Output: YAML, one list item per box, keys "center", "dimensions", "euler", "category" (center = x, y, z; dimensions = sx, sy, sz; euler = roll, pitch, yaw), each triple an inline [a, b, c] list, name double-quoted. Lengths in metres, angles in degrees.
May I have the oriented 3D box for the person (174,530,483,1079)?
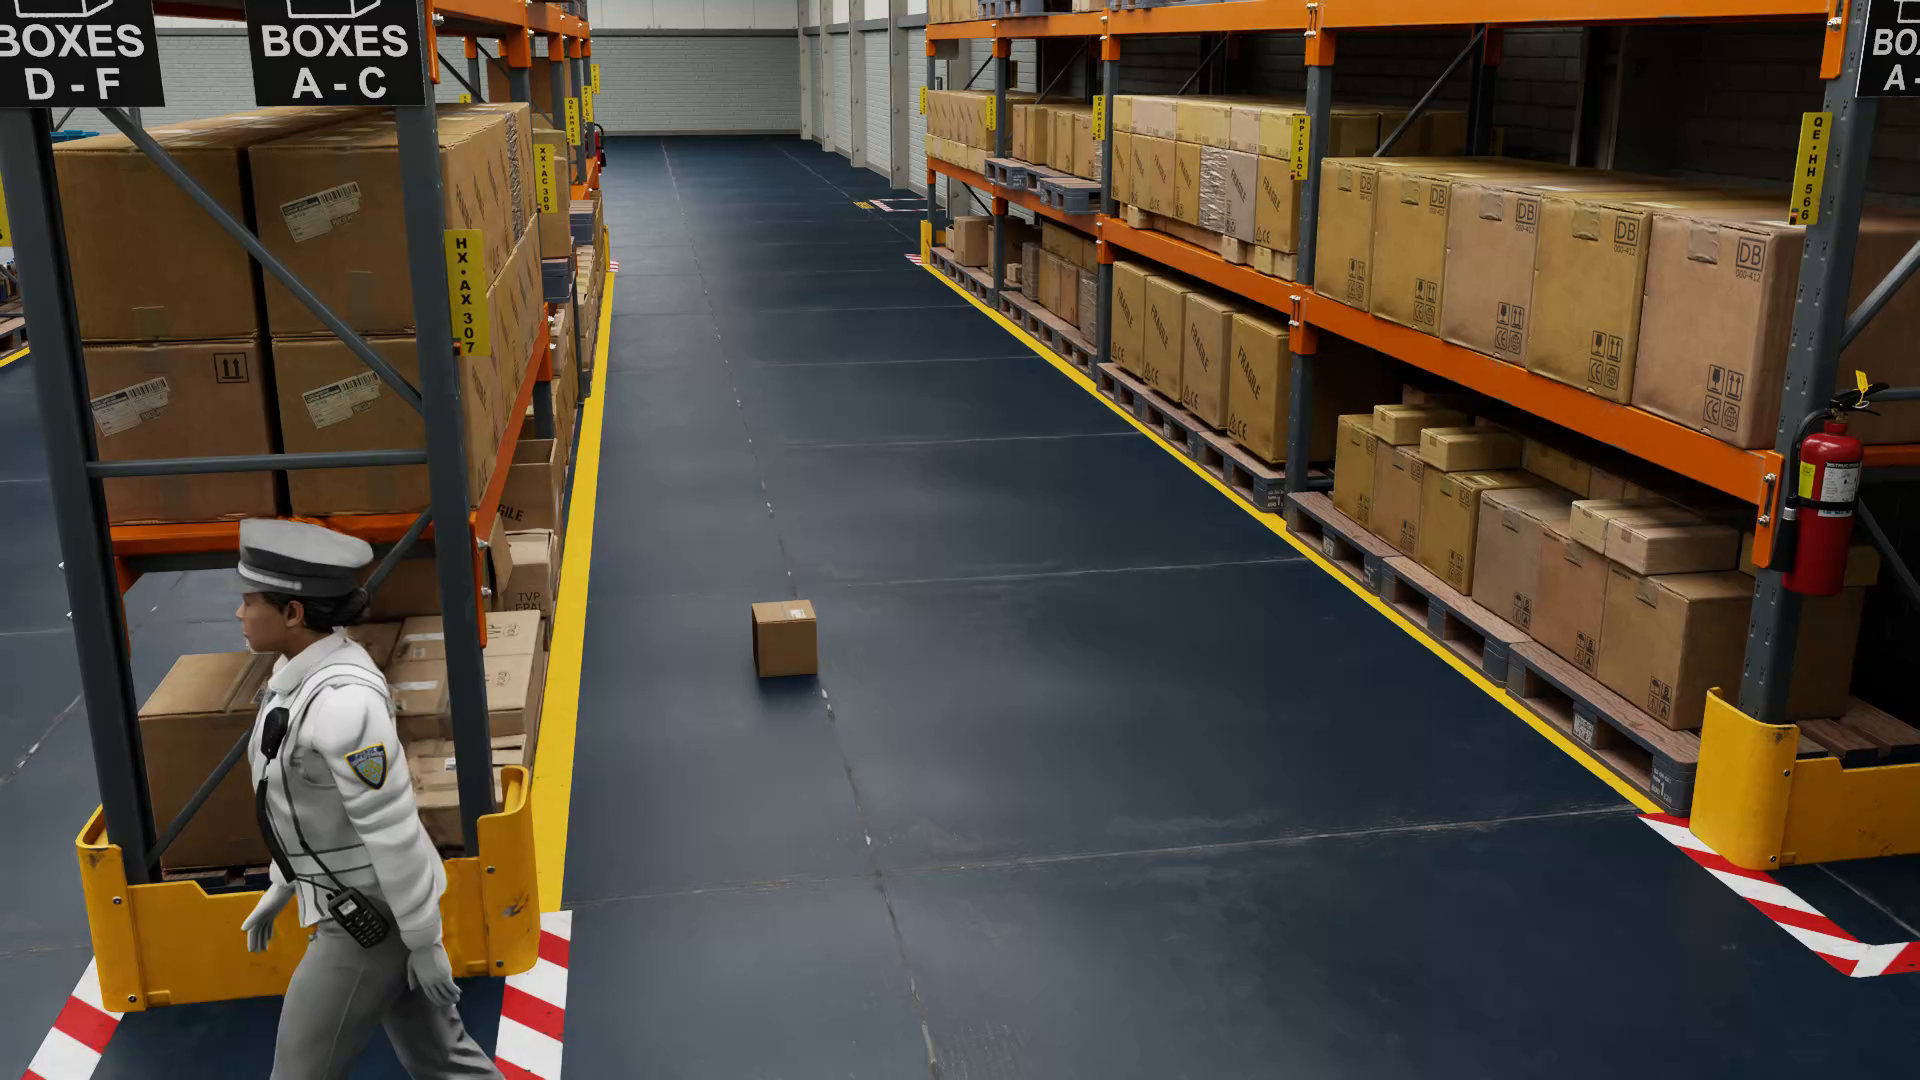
- center: [-1.364, 0.770, 3.356]
  dimensions: [0.885, 1.636, 0.523]
  euler: [-6, 17, -19]
  category: "person"
